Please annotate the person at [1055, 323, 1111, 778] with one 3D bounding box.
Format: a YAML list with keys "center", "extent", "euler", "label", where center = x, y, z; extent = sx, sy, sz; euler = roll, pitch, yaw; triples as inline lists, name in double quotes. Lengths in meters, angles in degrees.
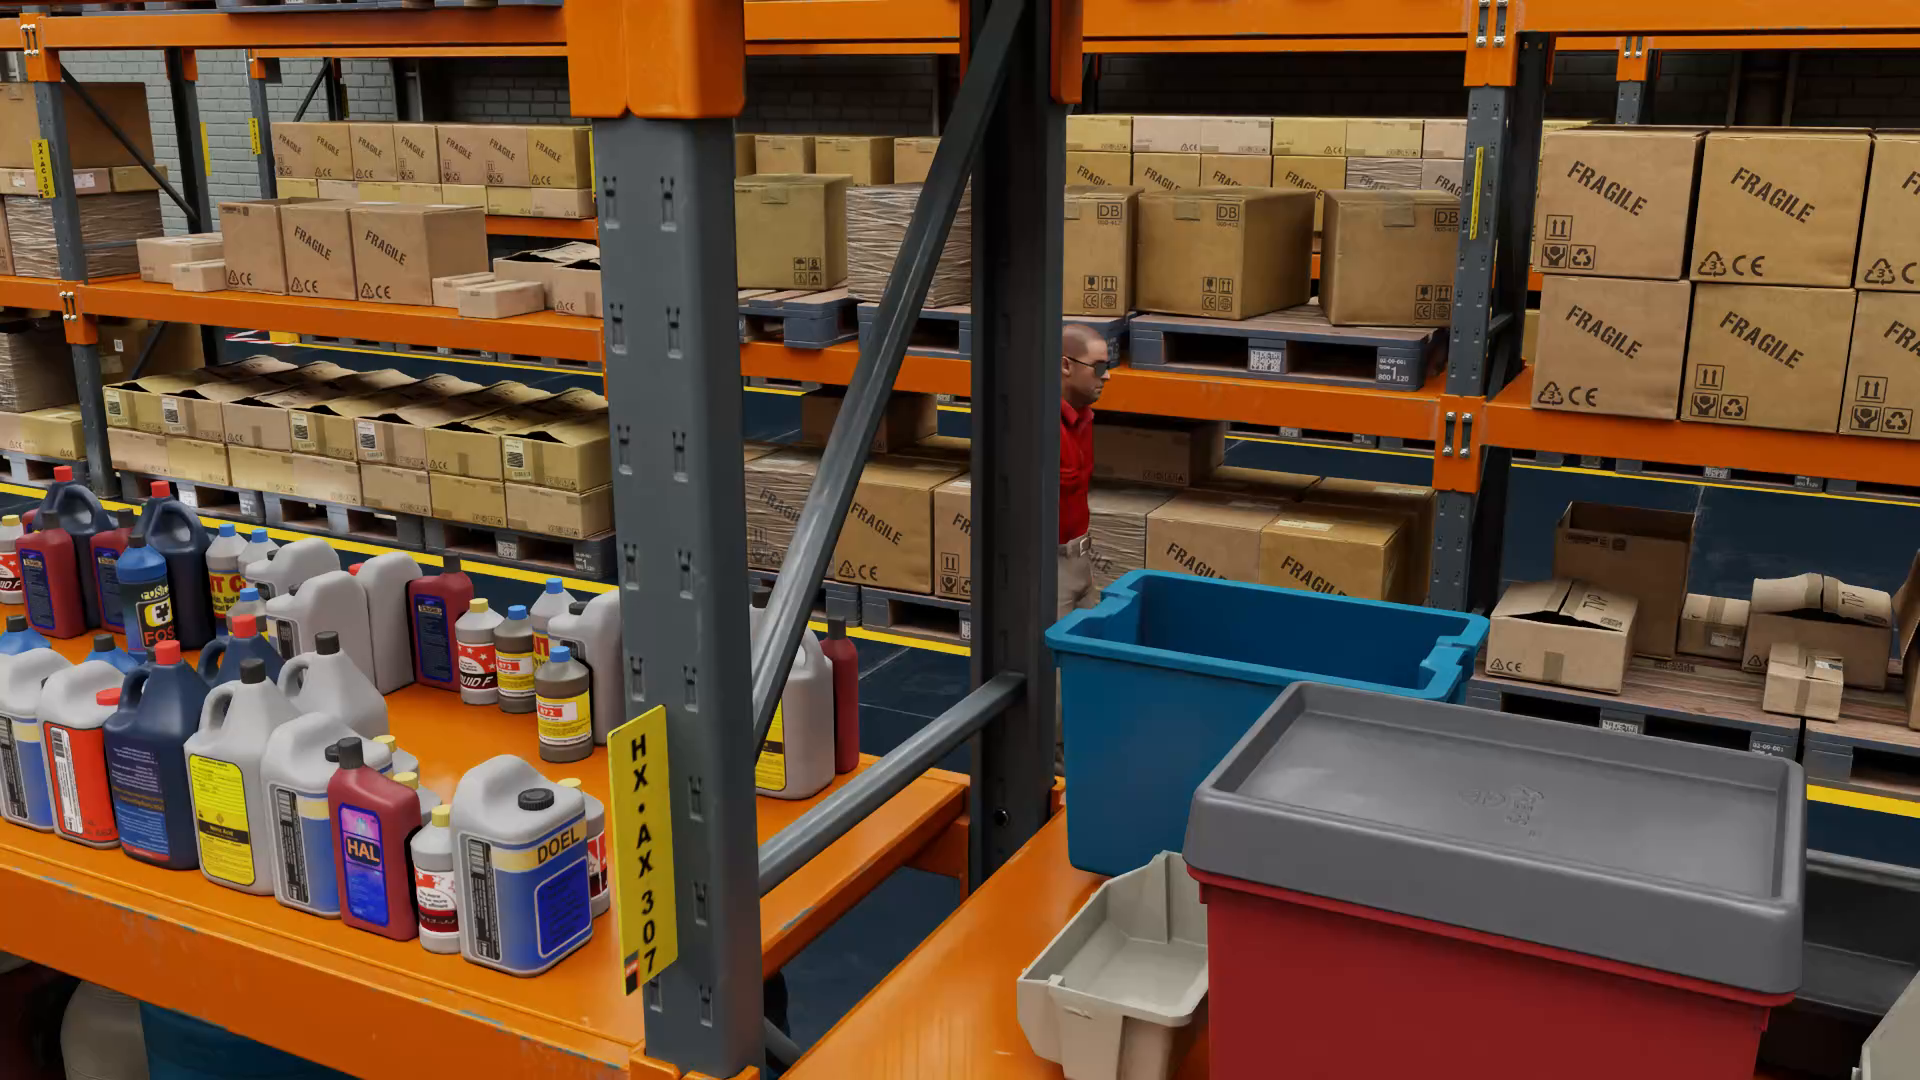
- center: [0.312, 0.138, 5.562]
  extent: [0.390, 1.725, 0.593]
  euler: [7, 17, 23]
  label: "person"
